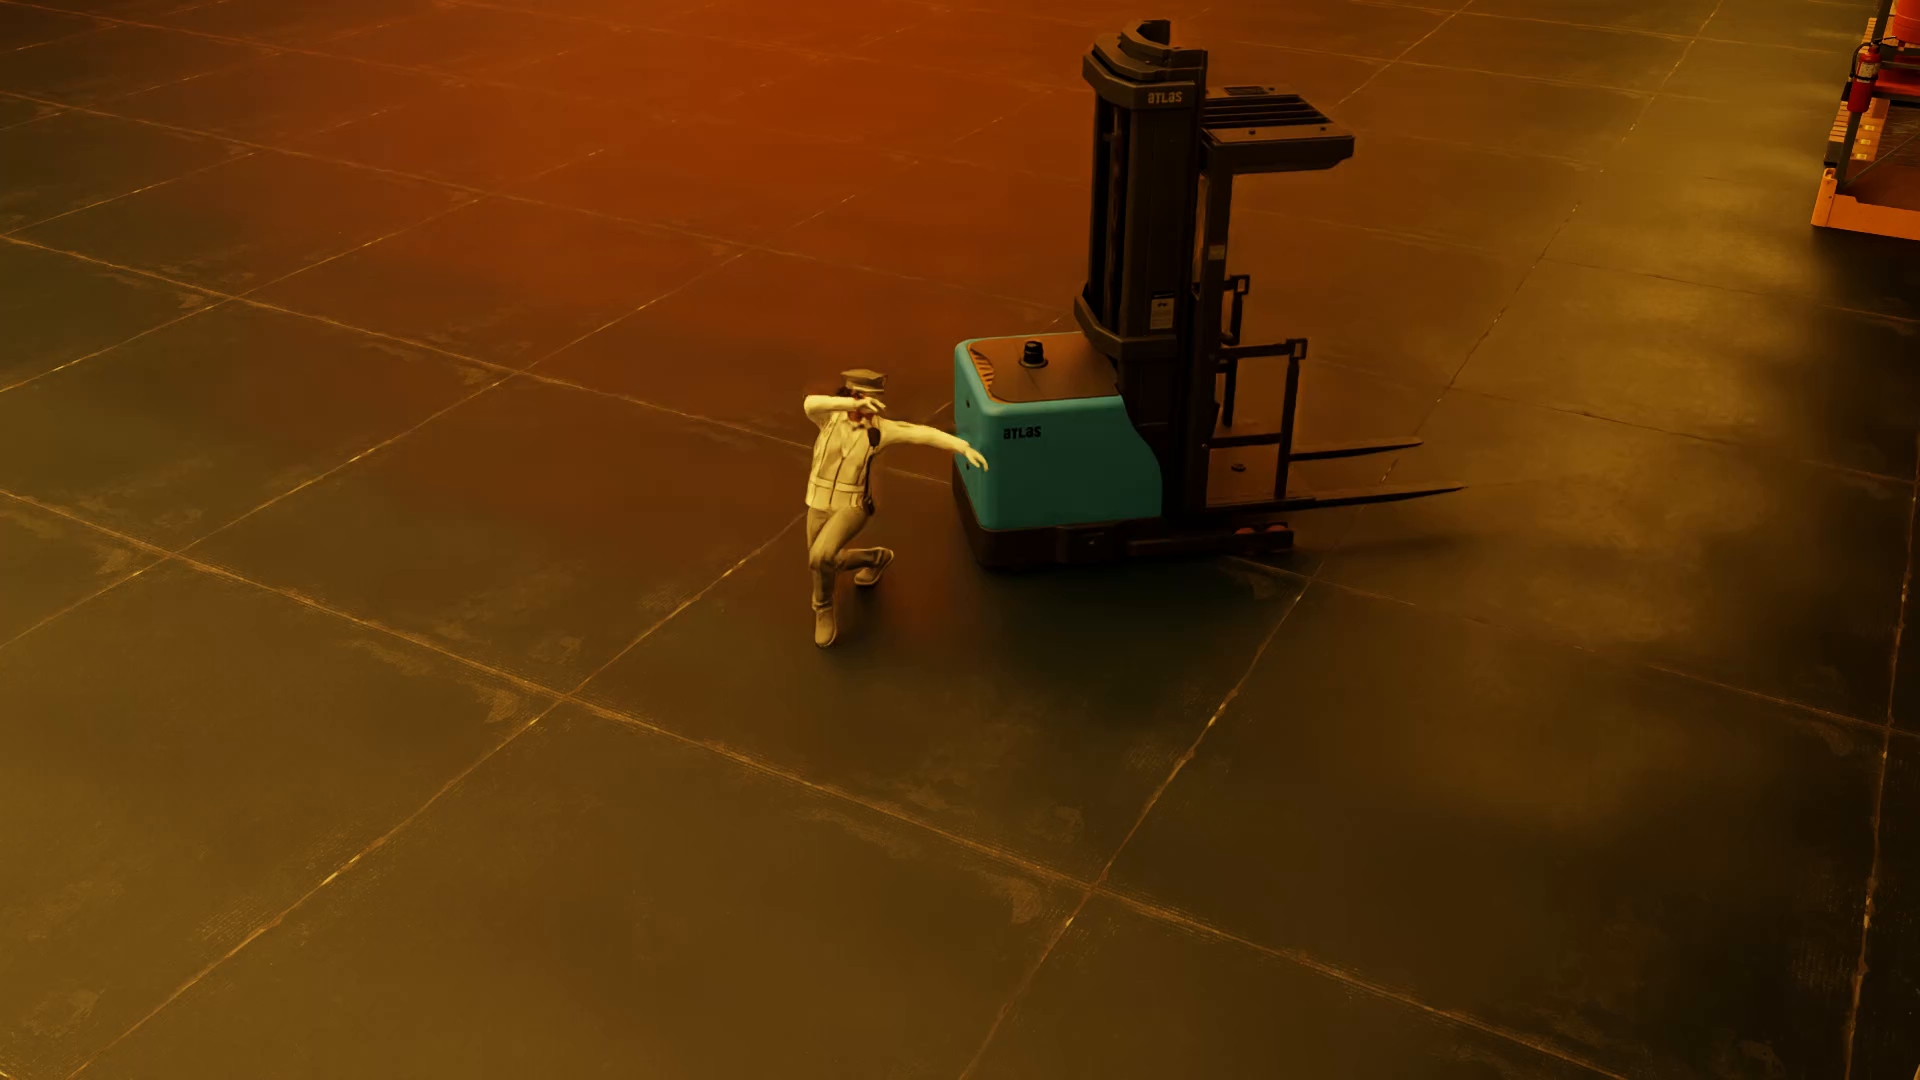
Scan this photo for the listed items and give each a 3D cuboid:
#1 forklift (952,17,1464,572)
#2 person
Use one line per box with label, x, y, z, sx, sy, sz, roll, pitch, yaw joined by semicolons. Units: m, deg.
forklift;1.520;-1.430;9.549;3.031;2.935;1.130;-5;30;-9
person;-0.400;-0.174;8.929;0.943;1.392;0.882;11;32;18
